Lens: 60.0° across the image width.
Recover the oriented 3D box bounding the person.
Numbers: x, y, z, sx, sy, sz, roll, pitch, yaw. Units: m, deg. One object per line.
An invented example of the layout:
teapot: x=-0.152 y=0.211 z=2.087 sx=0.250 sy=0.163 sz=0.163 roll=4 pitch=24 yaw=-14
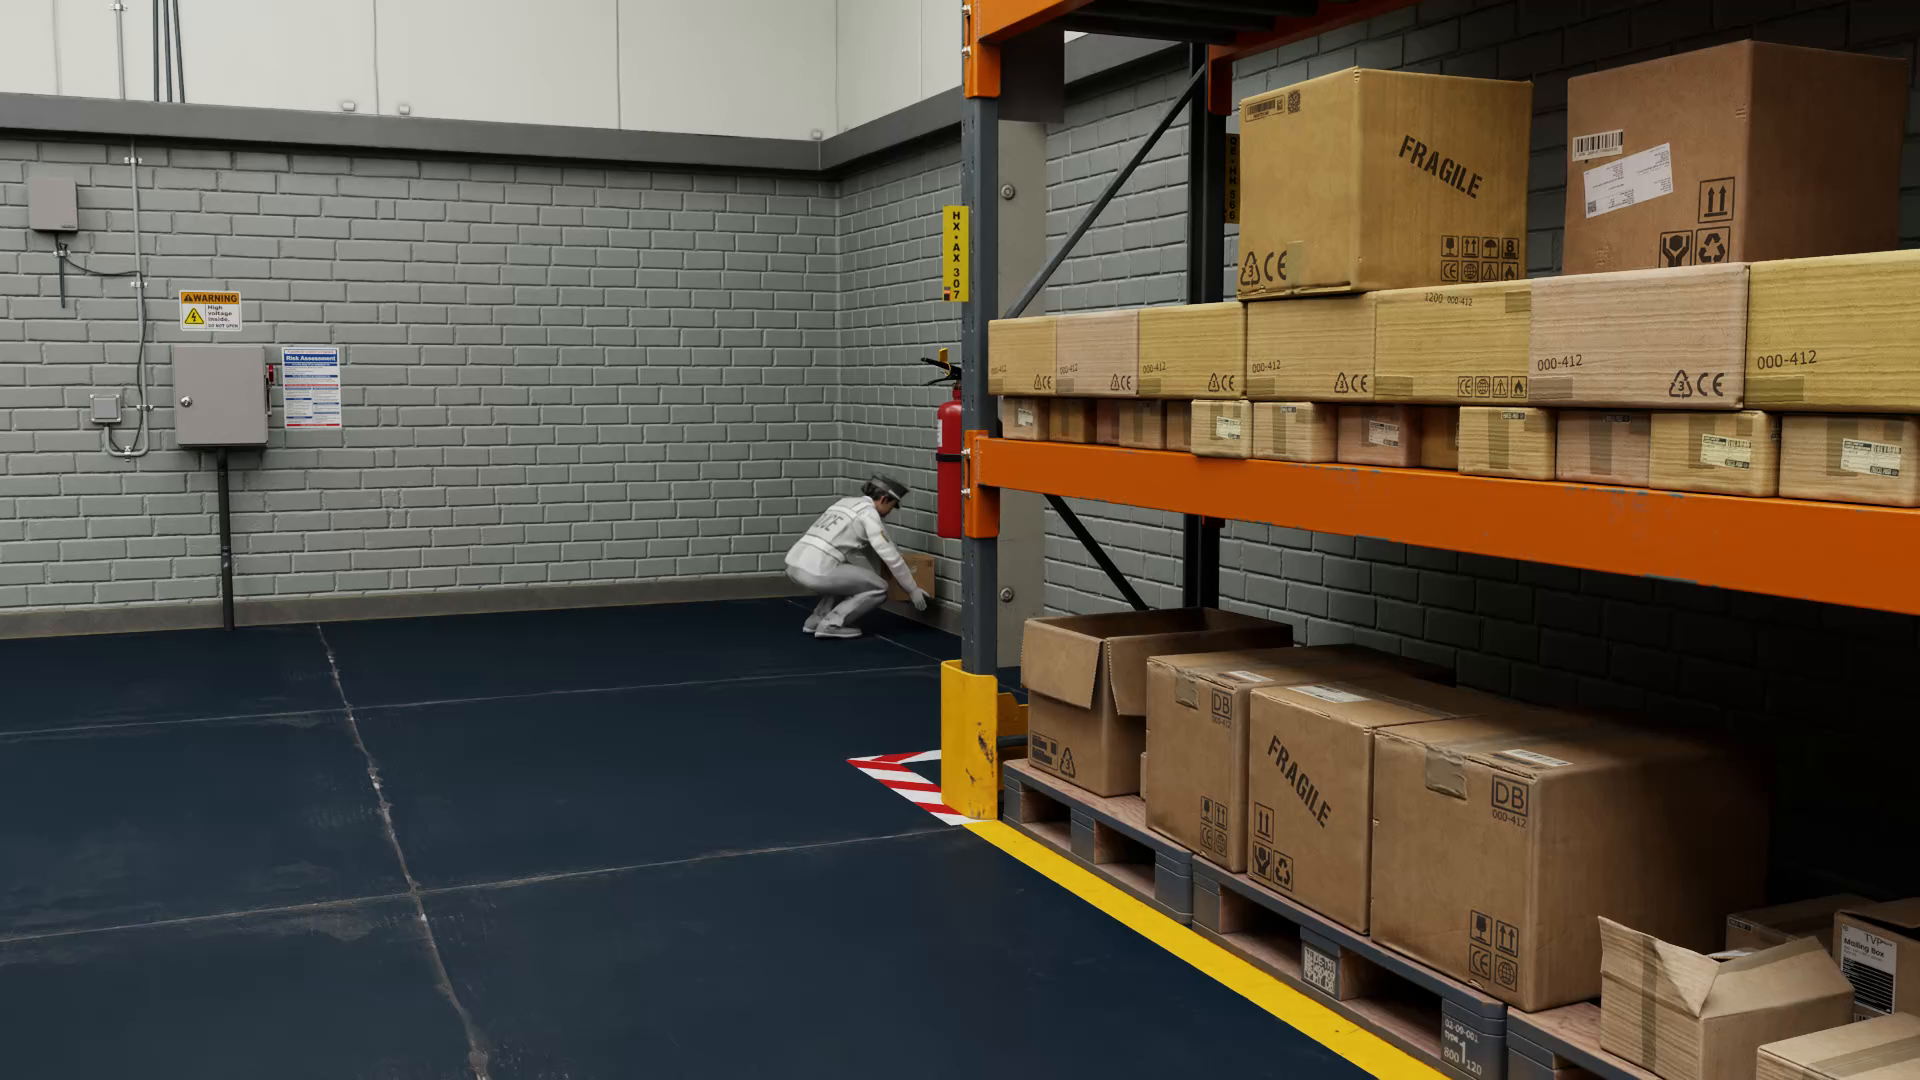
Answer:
person: x=-0.620 y=0.084 z=9.835 sx=0.841 sy=0.971 sz=0.471 roll=-2 pitch=6 yaw=-24
